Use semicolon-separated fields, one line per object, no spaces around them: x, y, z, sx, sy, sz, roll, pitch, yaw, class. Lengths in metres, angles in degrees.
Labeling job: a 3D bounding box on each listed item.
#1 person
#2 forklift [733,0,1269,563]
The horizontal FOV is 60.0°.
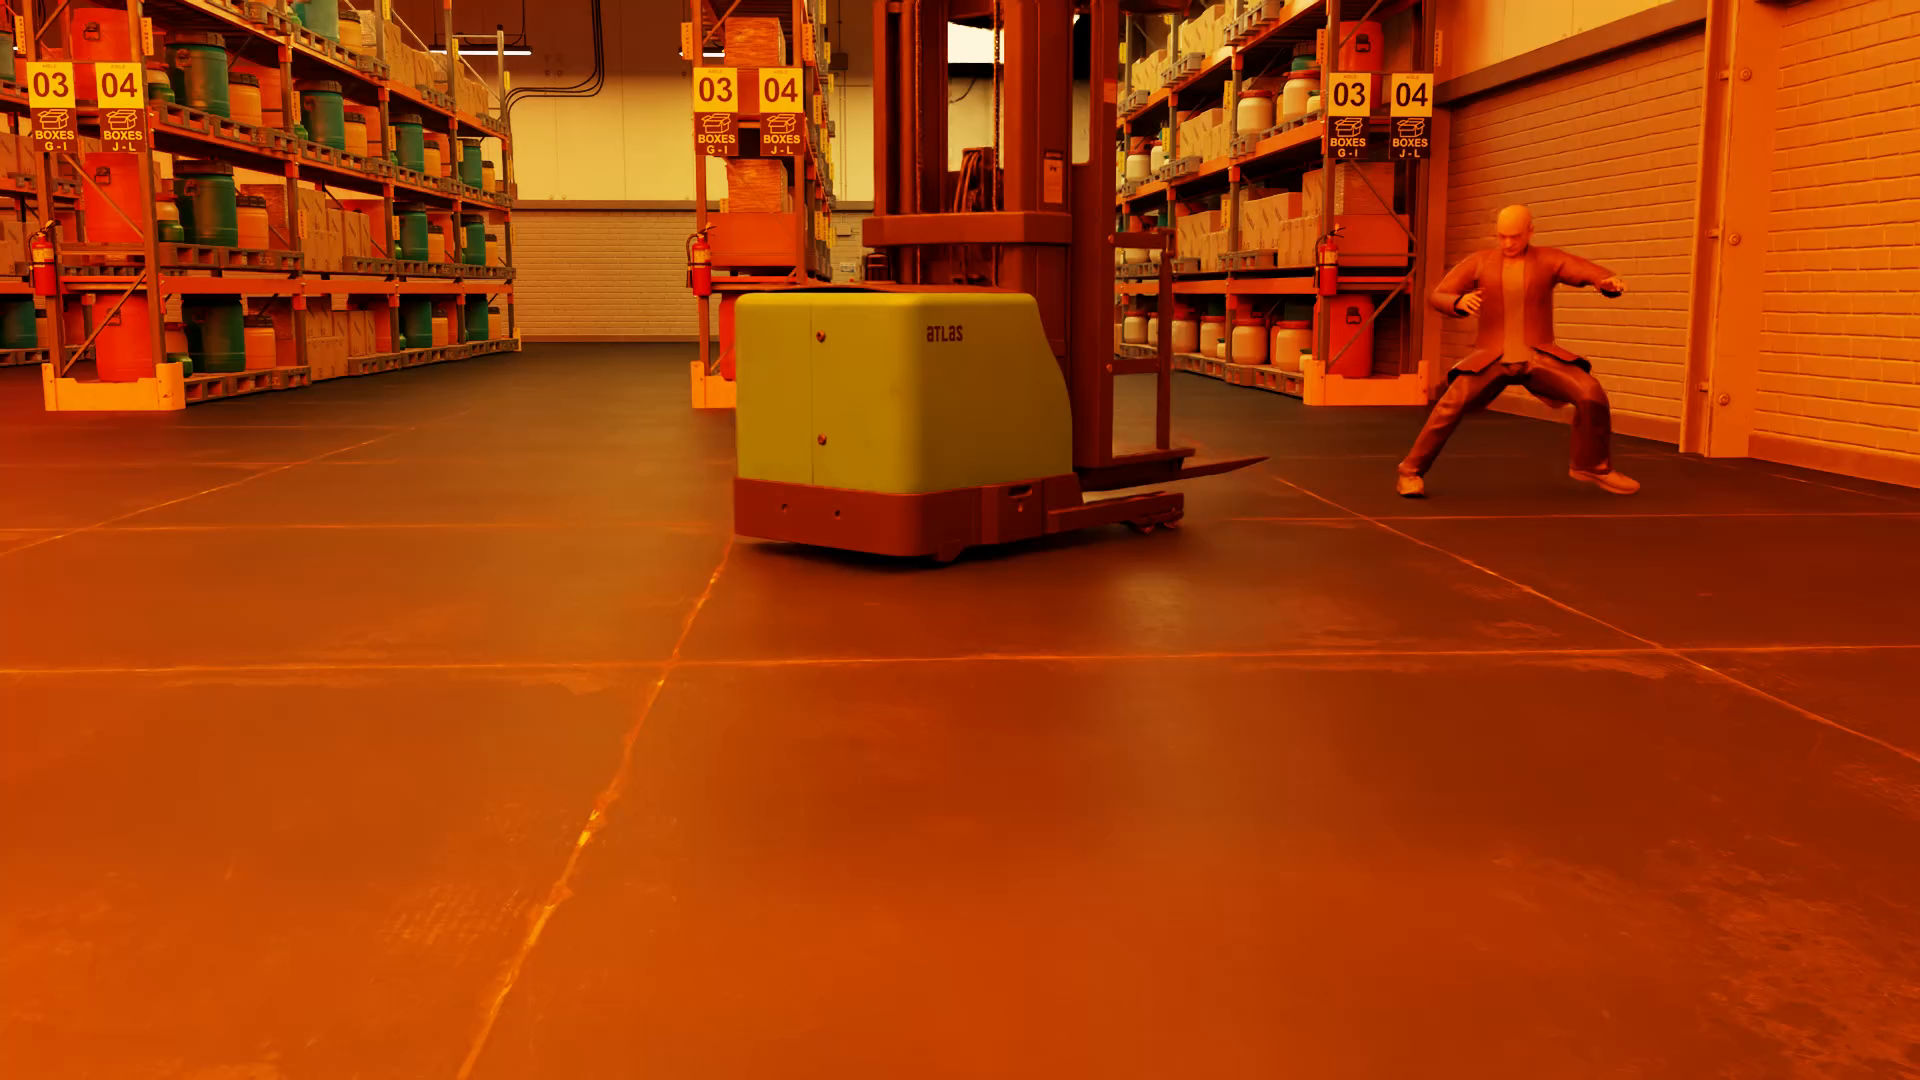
2.963;-0.990;8.763;1.231;1.528;0.718;4;9;23;person
0.386;-1.527;7.616;1.130;2.935;3.031;7;11;40;forklift
